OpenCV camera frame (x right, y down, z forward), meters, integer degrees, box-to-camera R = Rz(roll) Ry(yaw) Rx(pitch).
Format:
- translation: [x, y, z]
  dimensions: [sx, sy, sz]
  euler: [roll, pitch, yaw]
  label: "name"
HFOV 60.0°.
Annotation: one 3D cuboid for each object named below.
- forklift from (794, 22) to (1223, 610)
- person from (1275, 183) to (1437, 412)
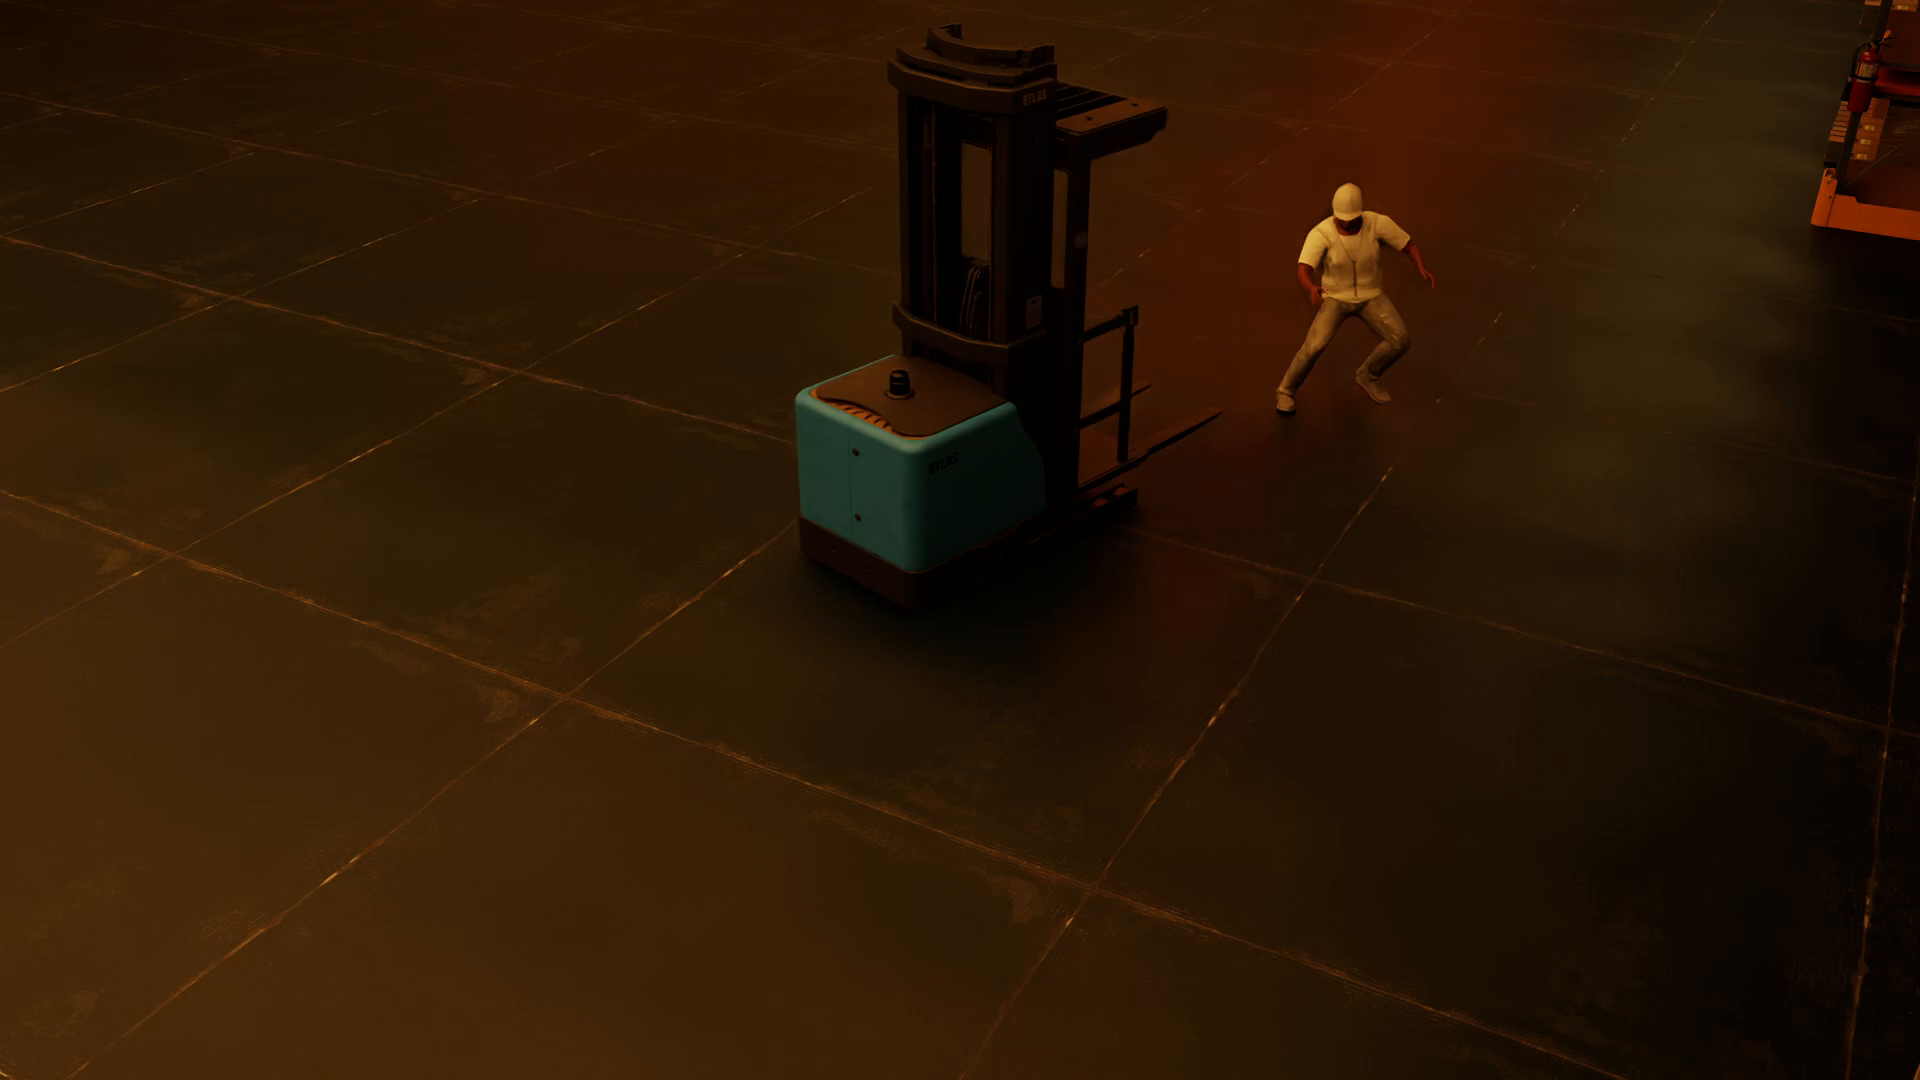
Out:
- translation: [0.449, -1.520, 9.705]
  dimensions: [1.130, 2.935, 3.031]
  euler: [26, 39, 37]
  label: "forklift"
- translation: [2.682, -1.612, 11.244]
  dimensions: [0.964, 1.560, 0.777]
  euler: [2, 30, 3]
  label: "person"
